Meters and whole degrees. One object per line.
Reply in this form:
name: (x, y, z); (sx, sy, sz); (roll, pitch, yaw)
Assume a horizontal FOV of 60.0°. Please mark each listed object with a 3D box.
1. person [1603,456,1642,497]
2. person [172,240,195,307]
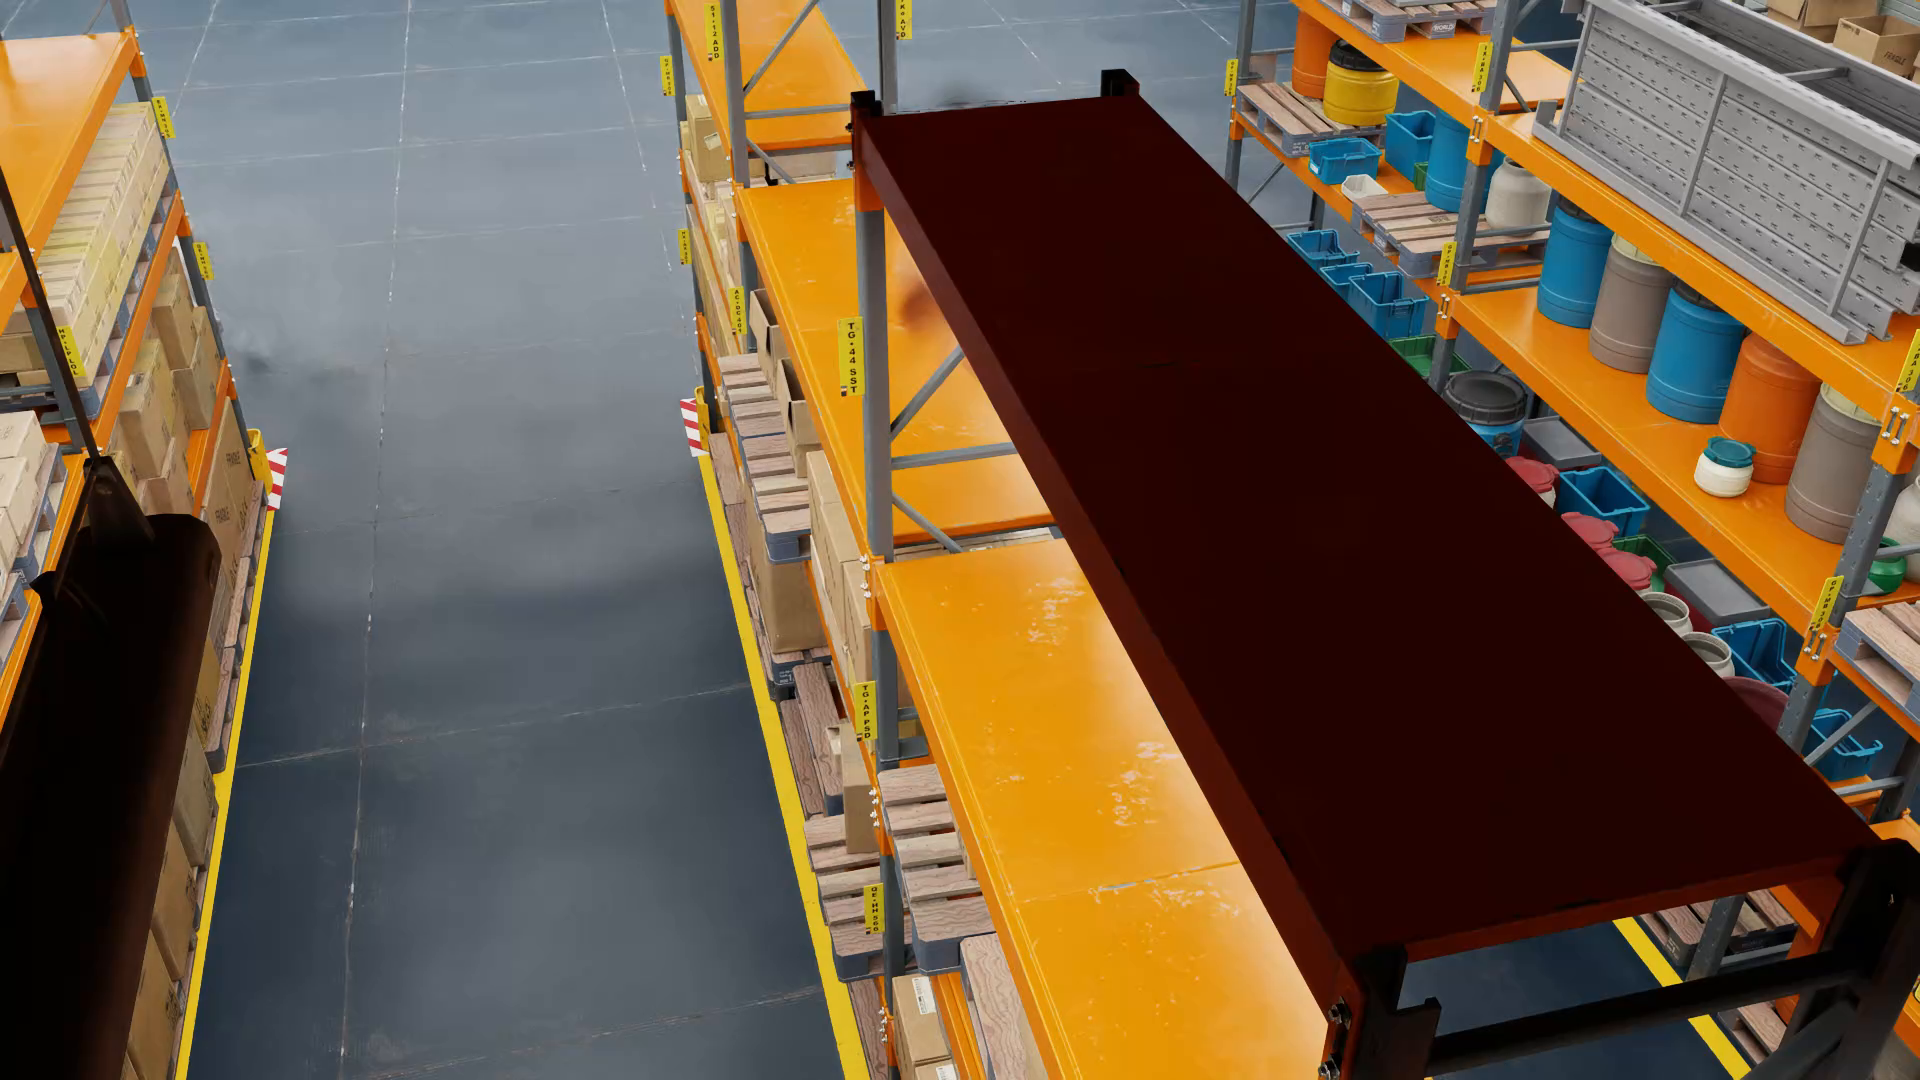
person: (5.625, -1.007, 14.037); (0.696, 1.713, 0.623); (-15, 37, -21)
person: (-8.097, -2.762, 16.712); (0.830, 1.603, 0.695); (21, 40, 27)
